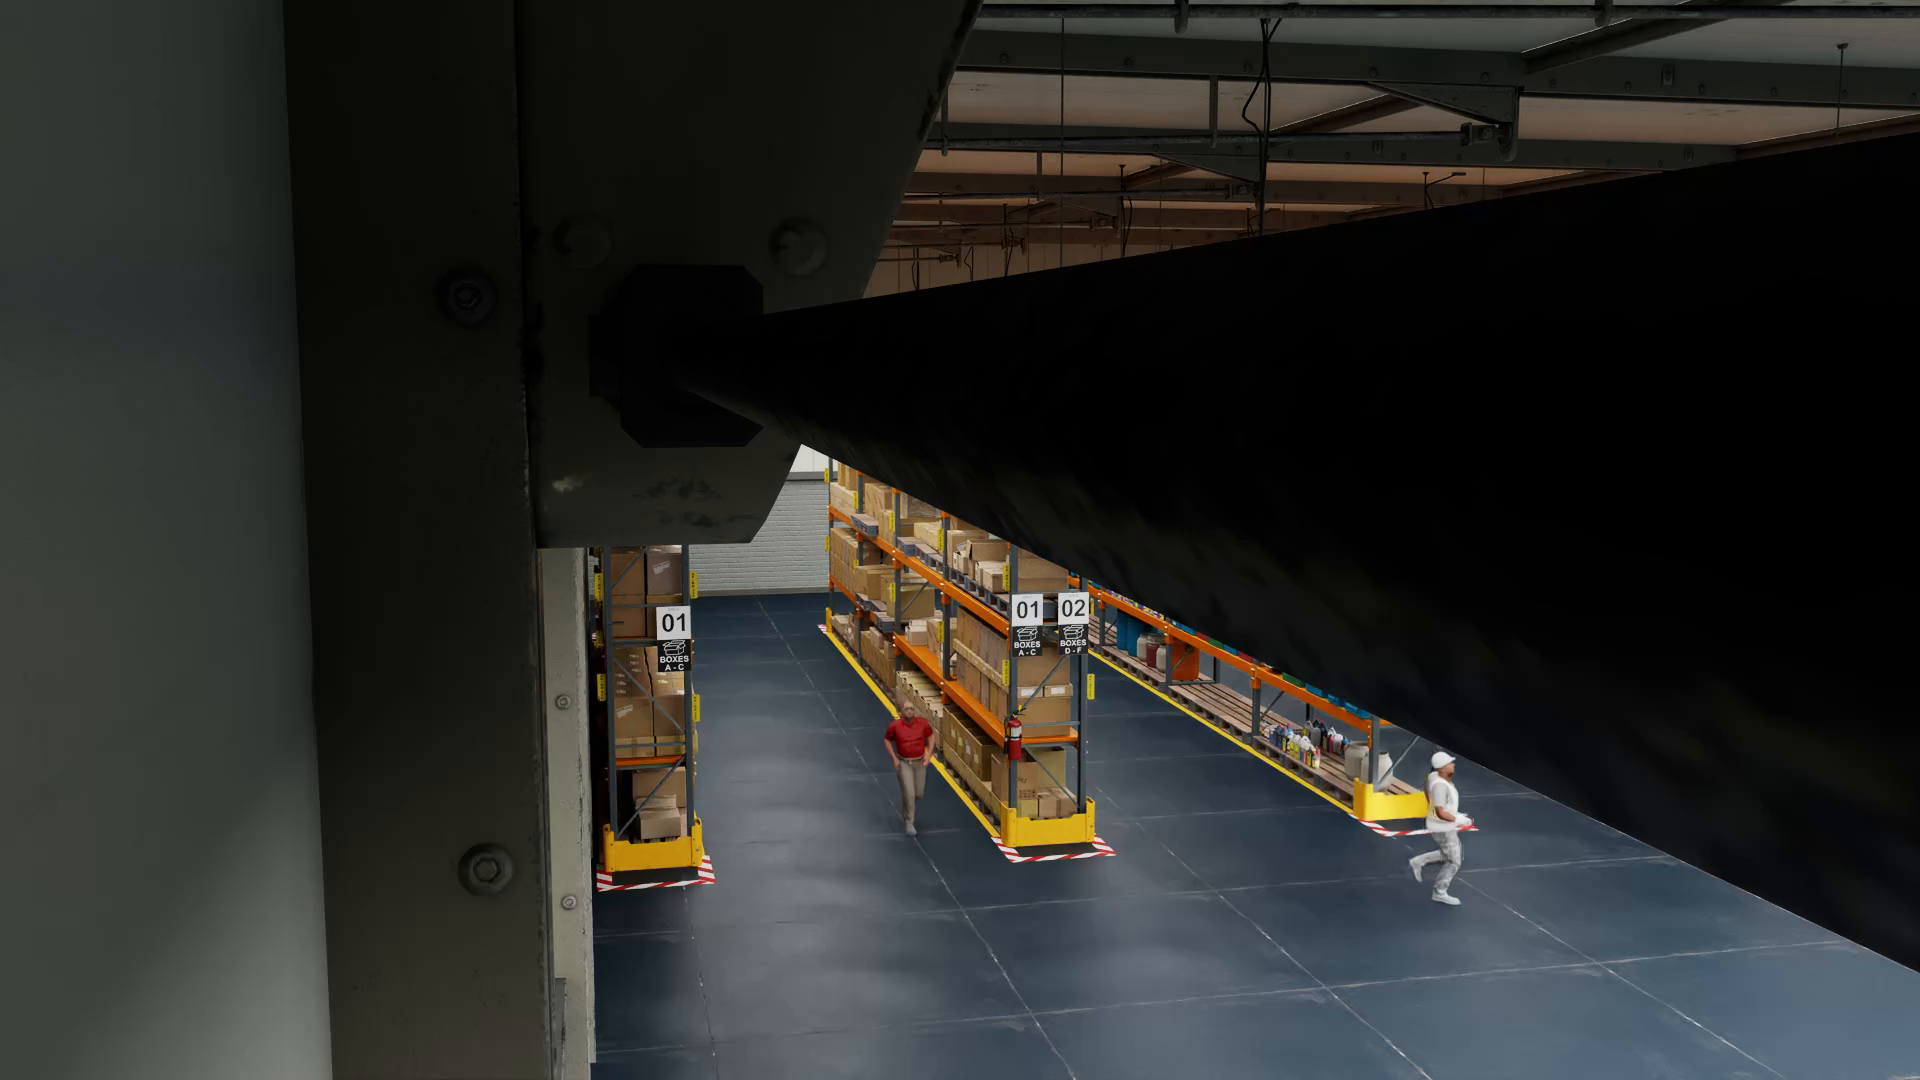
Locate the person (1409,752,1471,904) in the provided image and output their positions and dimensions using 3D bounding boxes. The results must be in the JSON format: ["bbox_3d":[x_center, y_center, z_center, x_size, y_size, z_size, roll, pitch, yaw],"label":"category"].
[{"bbox_3d":[5.449,3.252,18.862,0.637,1.738,0.713,1,7,11],"label":"person"}]

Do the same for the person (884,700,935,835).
[{"bbox_3d":[-0.662,2.924,21.731,0.667,1.734,0.734,-2,7,-14],"label":"person"}]
